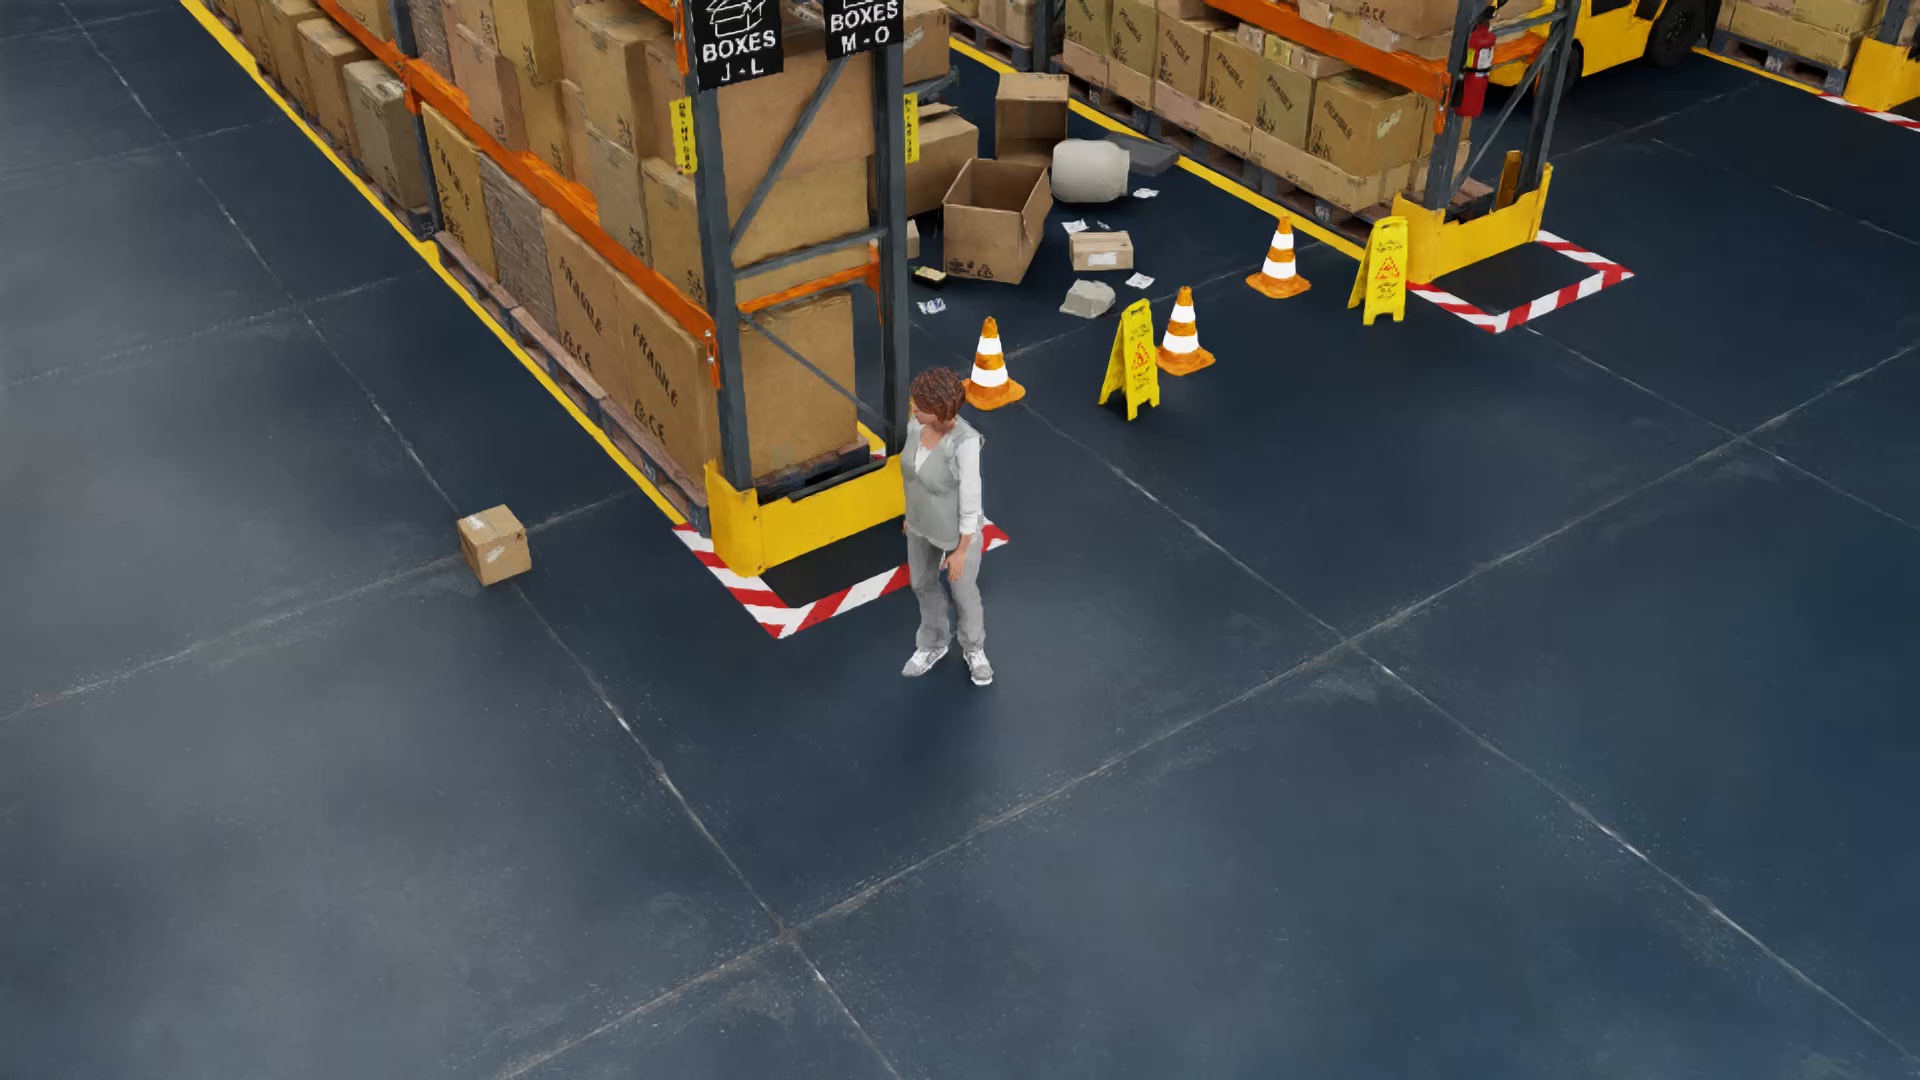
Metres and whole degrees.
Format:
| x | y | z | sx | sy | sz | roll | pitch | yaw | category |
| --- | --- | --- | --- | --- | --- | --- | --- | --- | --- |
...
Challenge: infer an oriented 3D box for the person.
| x | y | z | sx | sy | sz | roll | pitch | yaw | category |
| --- | --- | --- | --- | --- | --- | --- | --- | --- | --- |
| -0.051 | -0.033 | 7.060 | 0.434 | 1.641 | 0.384 | 27 | 45 | 31 | person |
